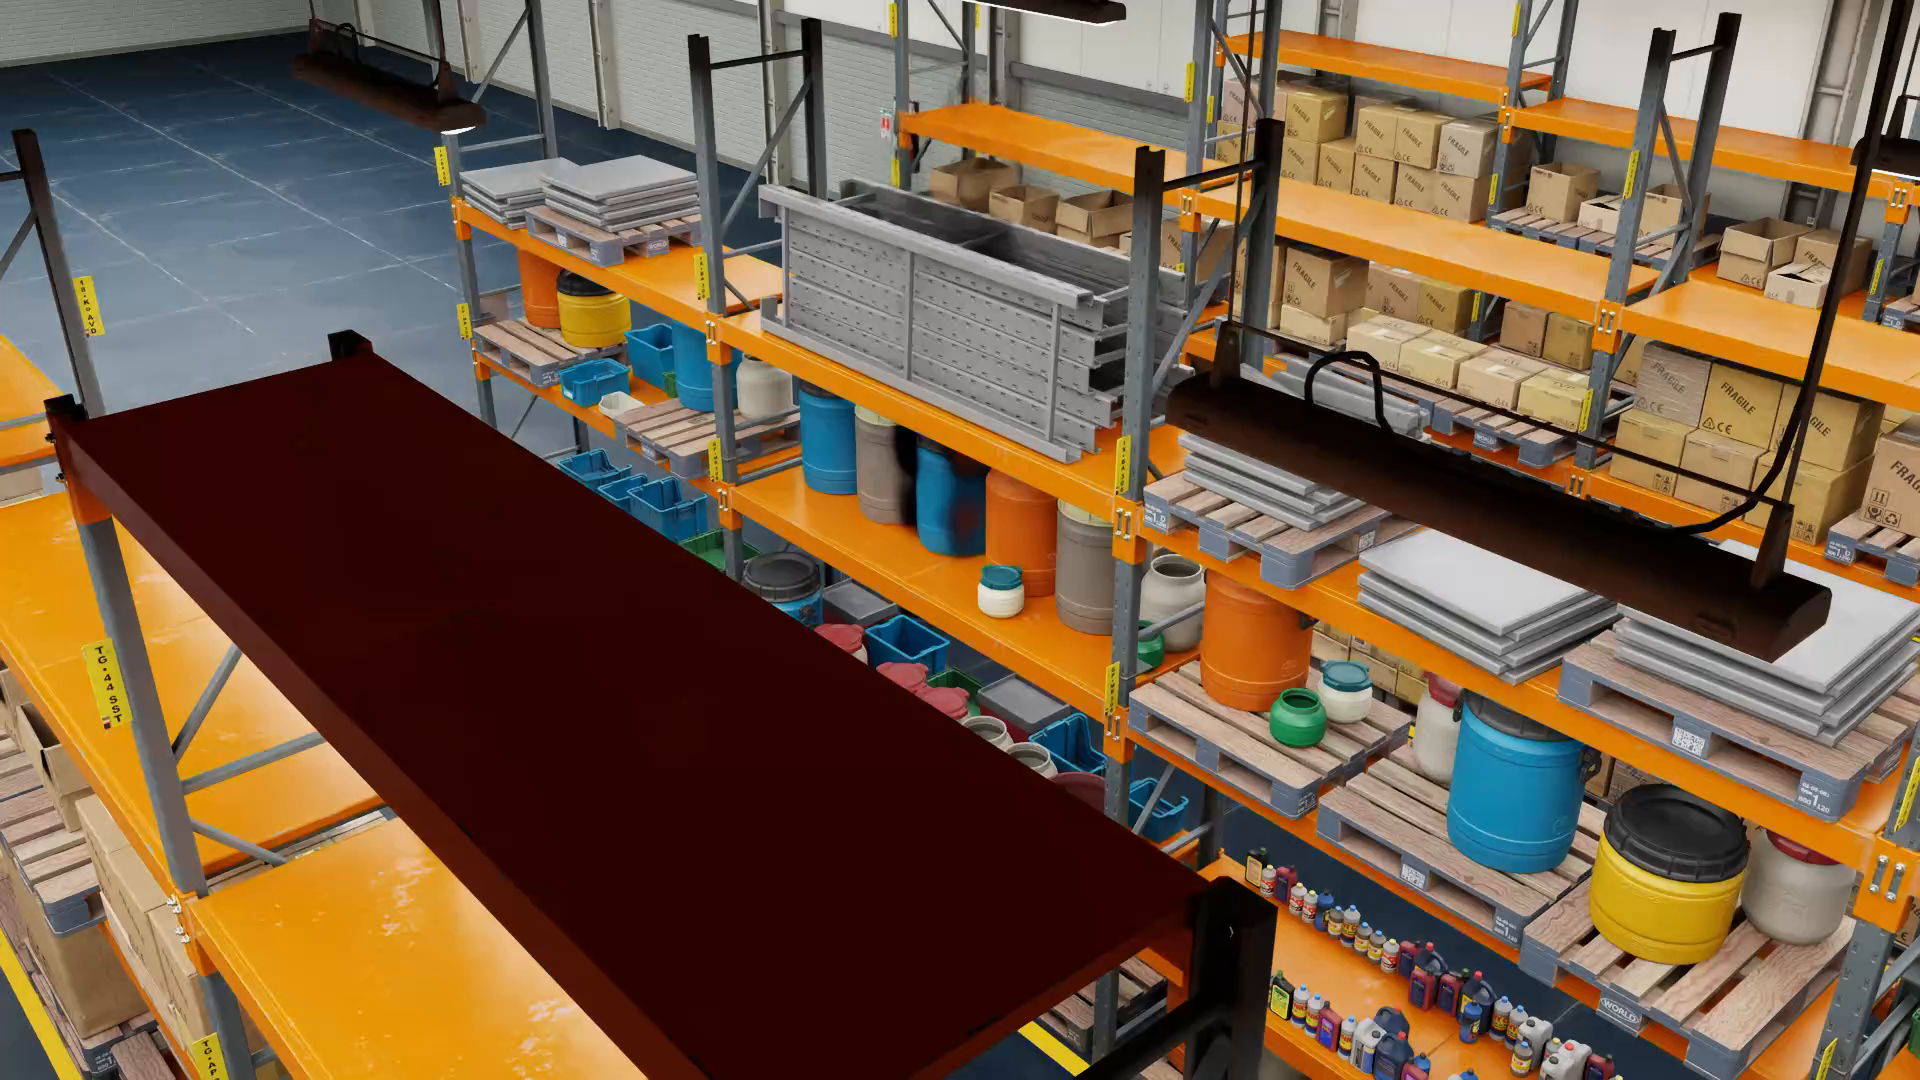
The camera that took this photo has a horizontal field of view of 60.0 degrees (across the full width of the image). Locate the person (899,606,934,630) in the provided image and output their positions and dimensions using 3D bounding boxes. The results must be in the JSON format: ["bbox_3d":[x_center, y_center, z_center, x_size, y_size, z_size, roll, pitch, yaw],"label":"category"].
[{"bbox_3d":[-0.304,0.628,14.456,0.668,1.698,0.896,-22,34,-37],"label":"person"}]
